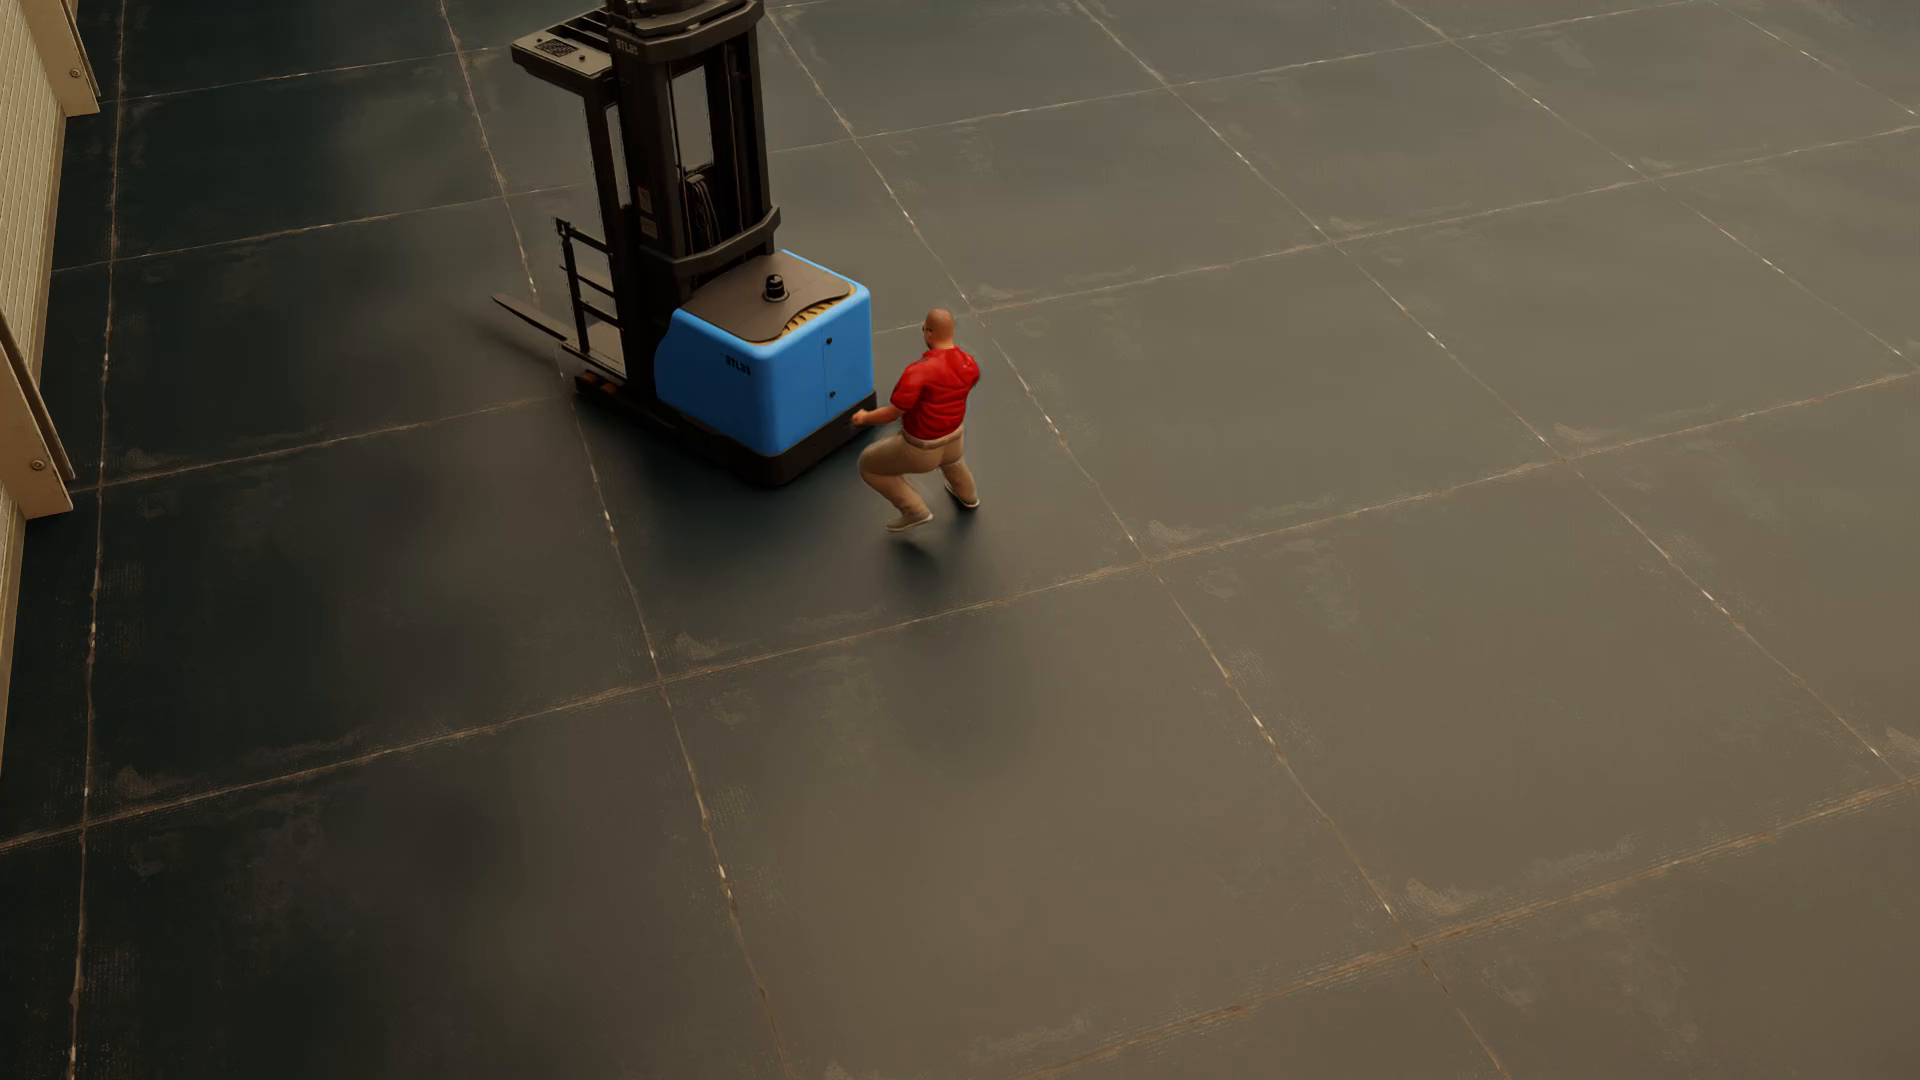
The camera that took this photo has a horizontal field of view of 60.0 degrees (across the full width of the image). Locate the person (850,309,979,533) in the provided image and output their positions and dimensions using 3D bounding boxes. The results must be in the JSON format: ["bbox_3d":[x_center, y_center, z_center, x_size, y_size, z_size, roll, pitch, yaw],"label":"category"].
[{"bbox_3d":[-0.237,-0.728,9.917,0.863,1.565,0.686,-27,47,-29],"label":"person"}]

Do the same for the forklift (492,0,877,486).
[{"bbox_3d":[-2.011,-2.260,10.687,3.031,2.935,1.130,28,47,29],"label":"forklift"}]
